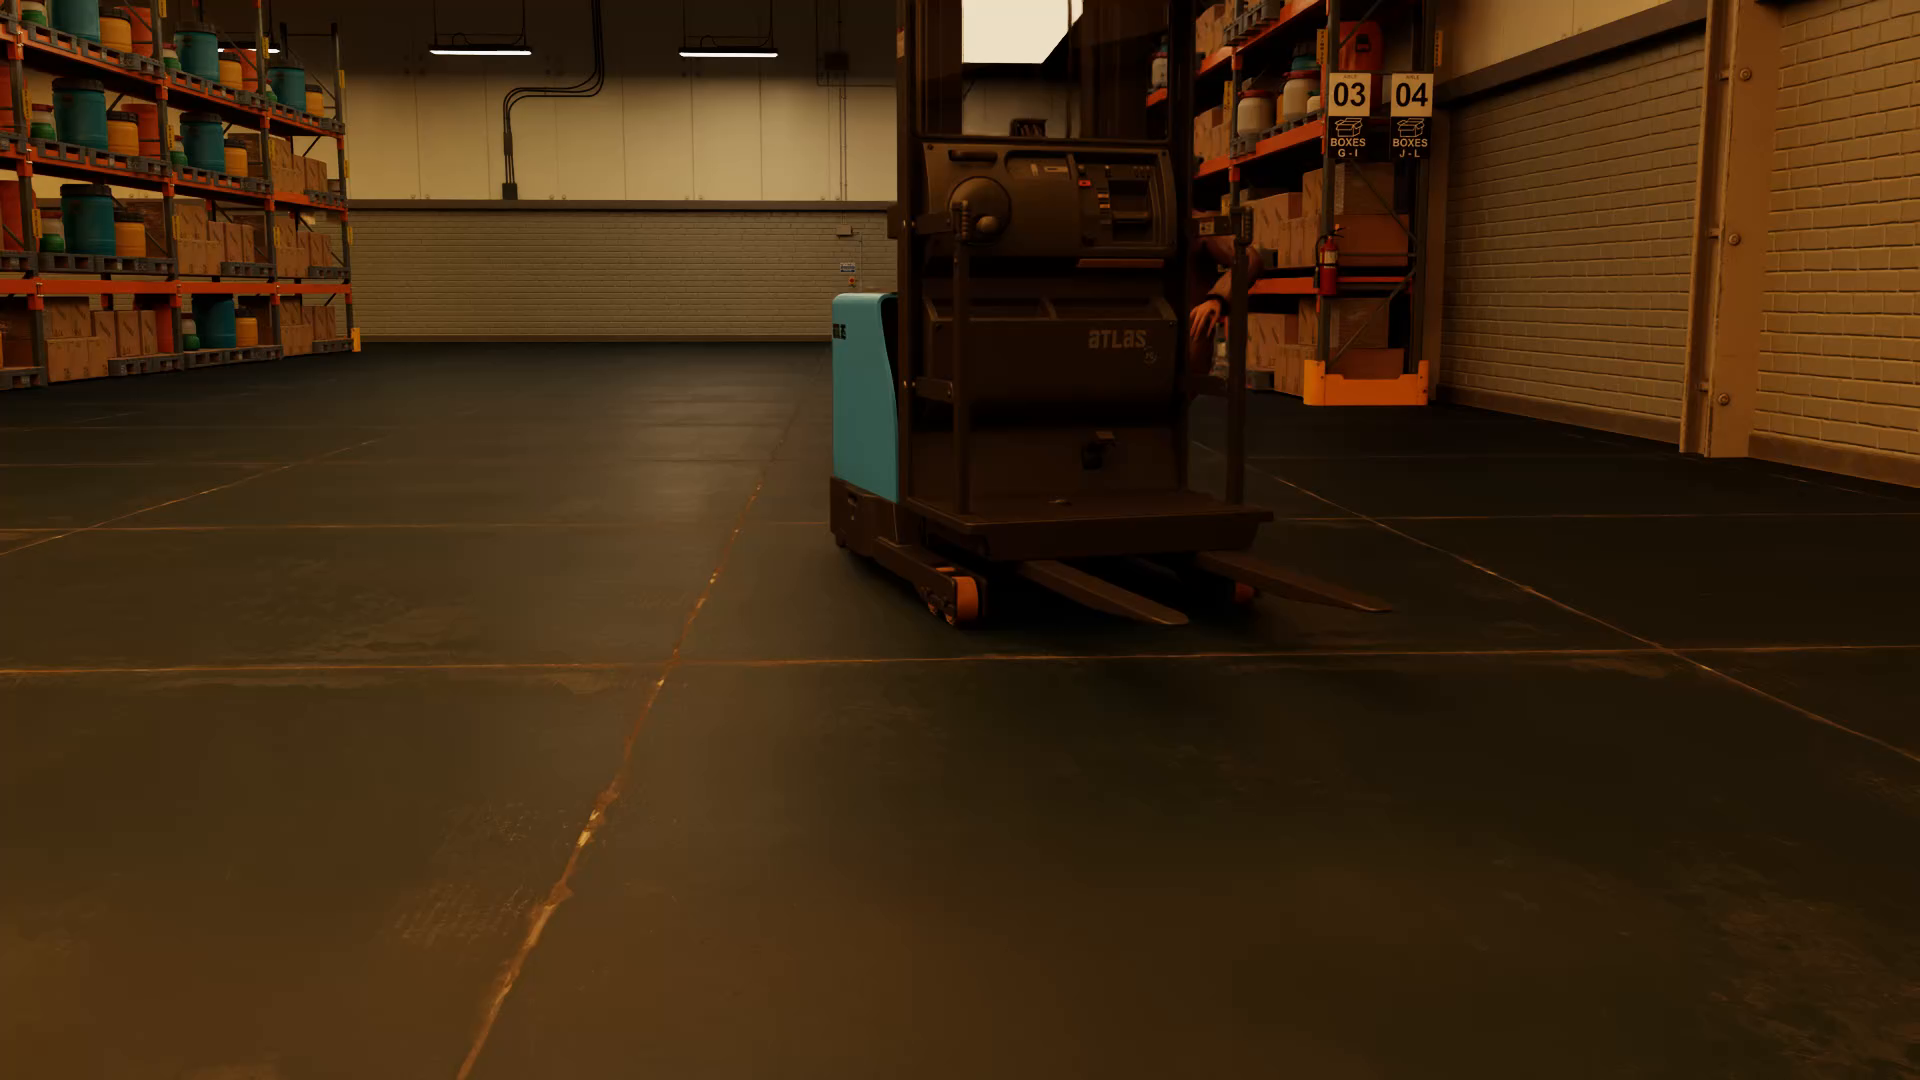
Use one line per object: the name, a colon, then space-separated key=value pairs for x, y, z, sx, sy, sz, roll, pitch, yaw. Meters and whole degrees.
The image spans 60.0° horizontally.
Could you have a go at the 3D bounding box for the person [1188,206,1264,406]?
person: x=0.719 y=-0.799 z=7.076 sx=0.805 sy=1.655 sz=1.076 roll=-4 pitch=9 yaw=-23

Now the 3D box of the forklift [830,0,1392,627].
forklift: x=0.391 y=-1.237 z=5.658 sx=1.130 sy=2.935 sz=3.031 roll=-3 pitch=9 yaw=-18
